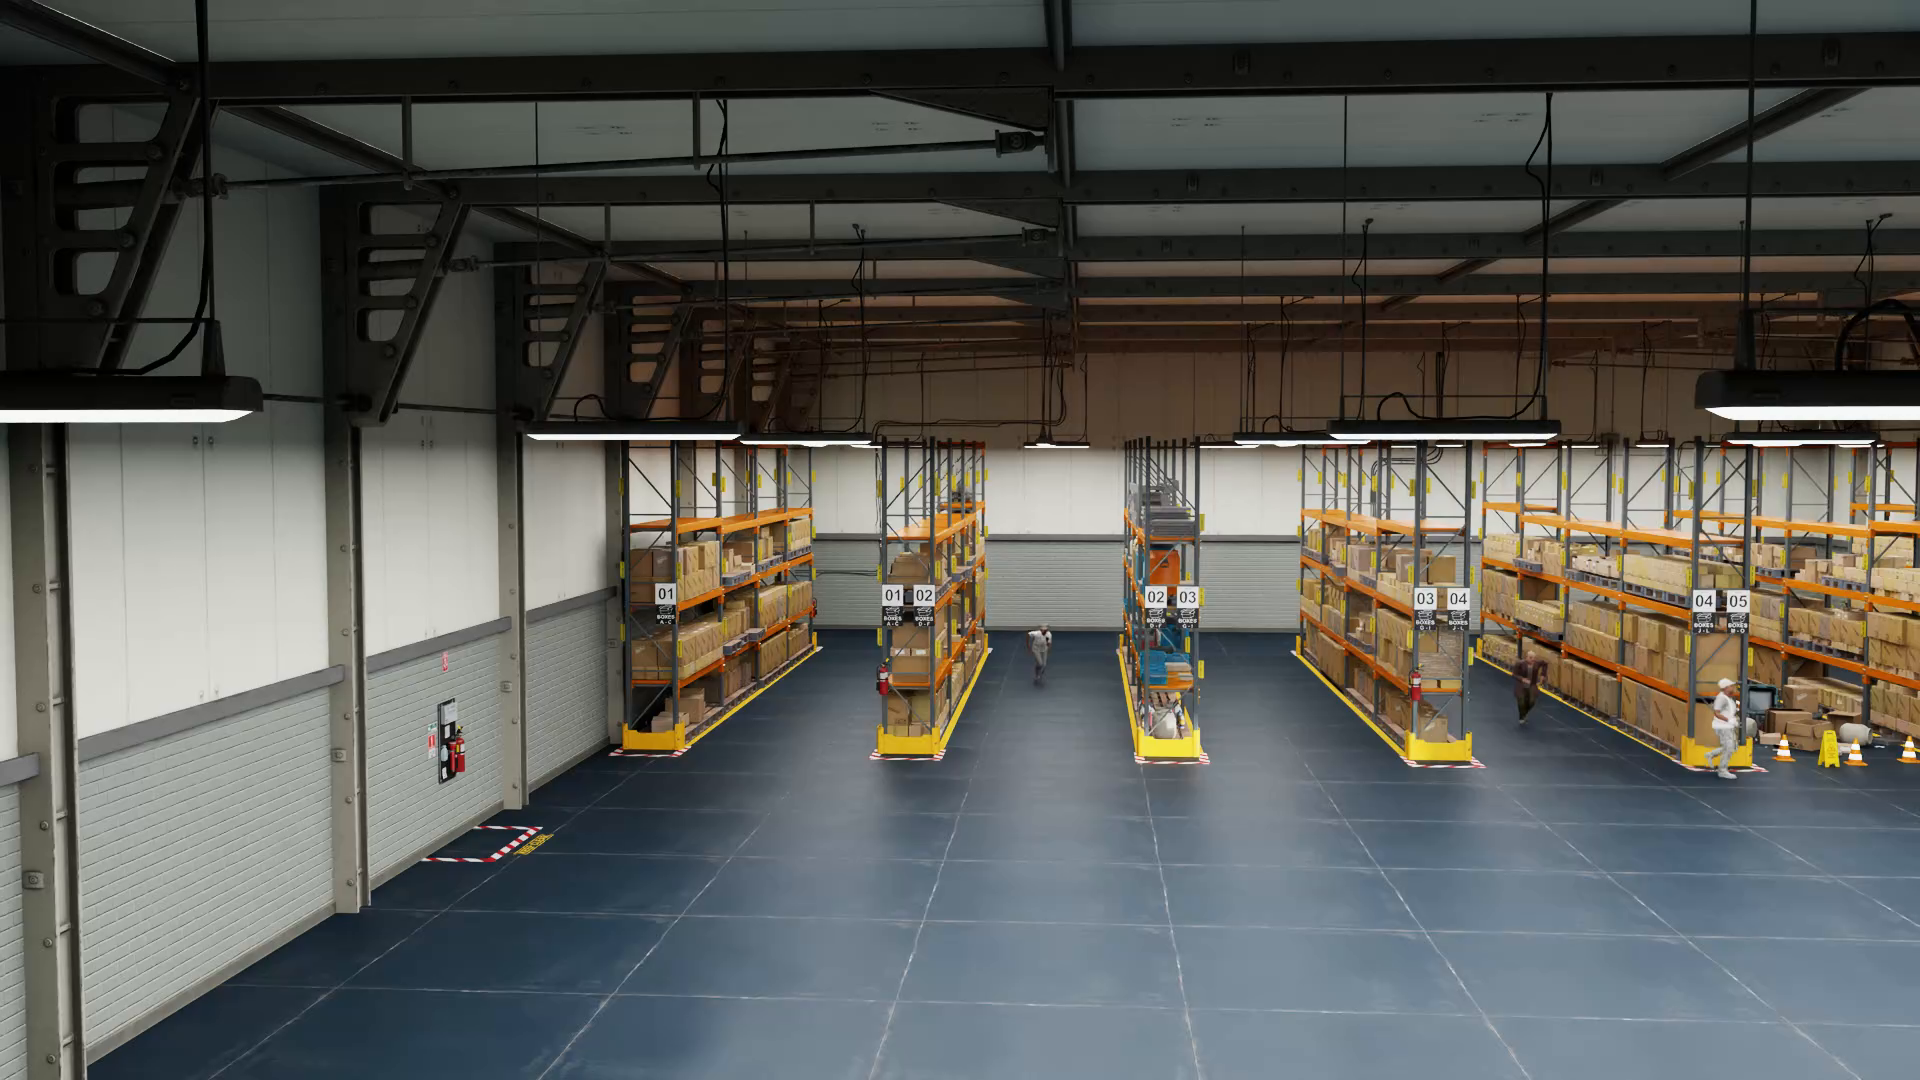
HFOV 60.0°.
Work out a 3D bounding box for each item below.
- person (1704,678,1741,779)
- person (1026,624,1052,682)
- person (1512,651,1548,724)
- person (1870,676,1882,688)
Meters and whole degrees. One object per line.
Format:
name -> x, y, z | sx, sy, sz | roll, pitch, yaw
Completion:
person -> 13.359, 3.297, 29.144 | 0.647, 1.749, 0.673 | 2, 4, 36
person -> 1.952, 2.788, 40.953 | 0.603, 1.493, 0.850 | -1, 3, -14
person -> 11.846, 3.074, 34.568 | 0.740, 1.597, 0.912 | 0, 3, 6
person -> 20.722, 2.875, 37.470 | 0.694, 1.730, 0.679 | 0, 3, 1
